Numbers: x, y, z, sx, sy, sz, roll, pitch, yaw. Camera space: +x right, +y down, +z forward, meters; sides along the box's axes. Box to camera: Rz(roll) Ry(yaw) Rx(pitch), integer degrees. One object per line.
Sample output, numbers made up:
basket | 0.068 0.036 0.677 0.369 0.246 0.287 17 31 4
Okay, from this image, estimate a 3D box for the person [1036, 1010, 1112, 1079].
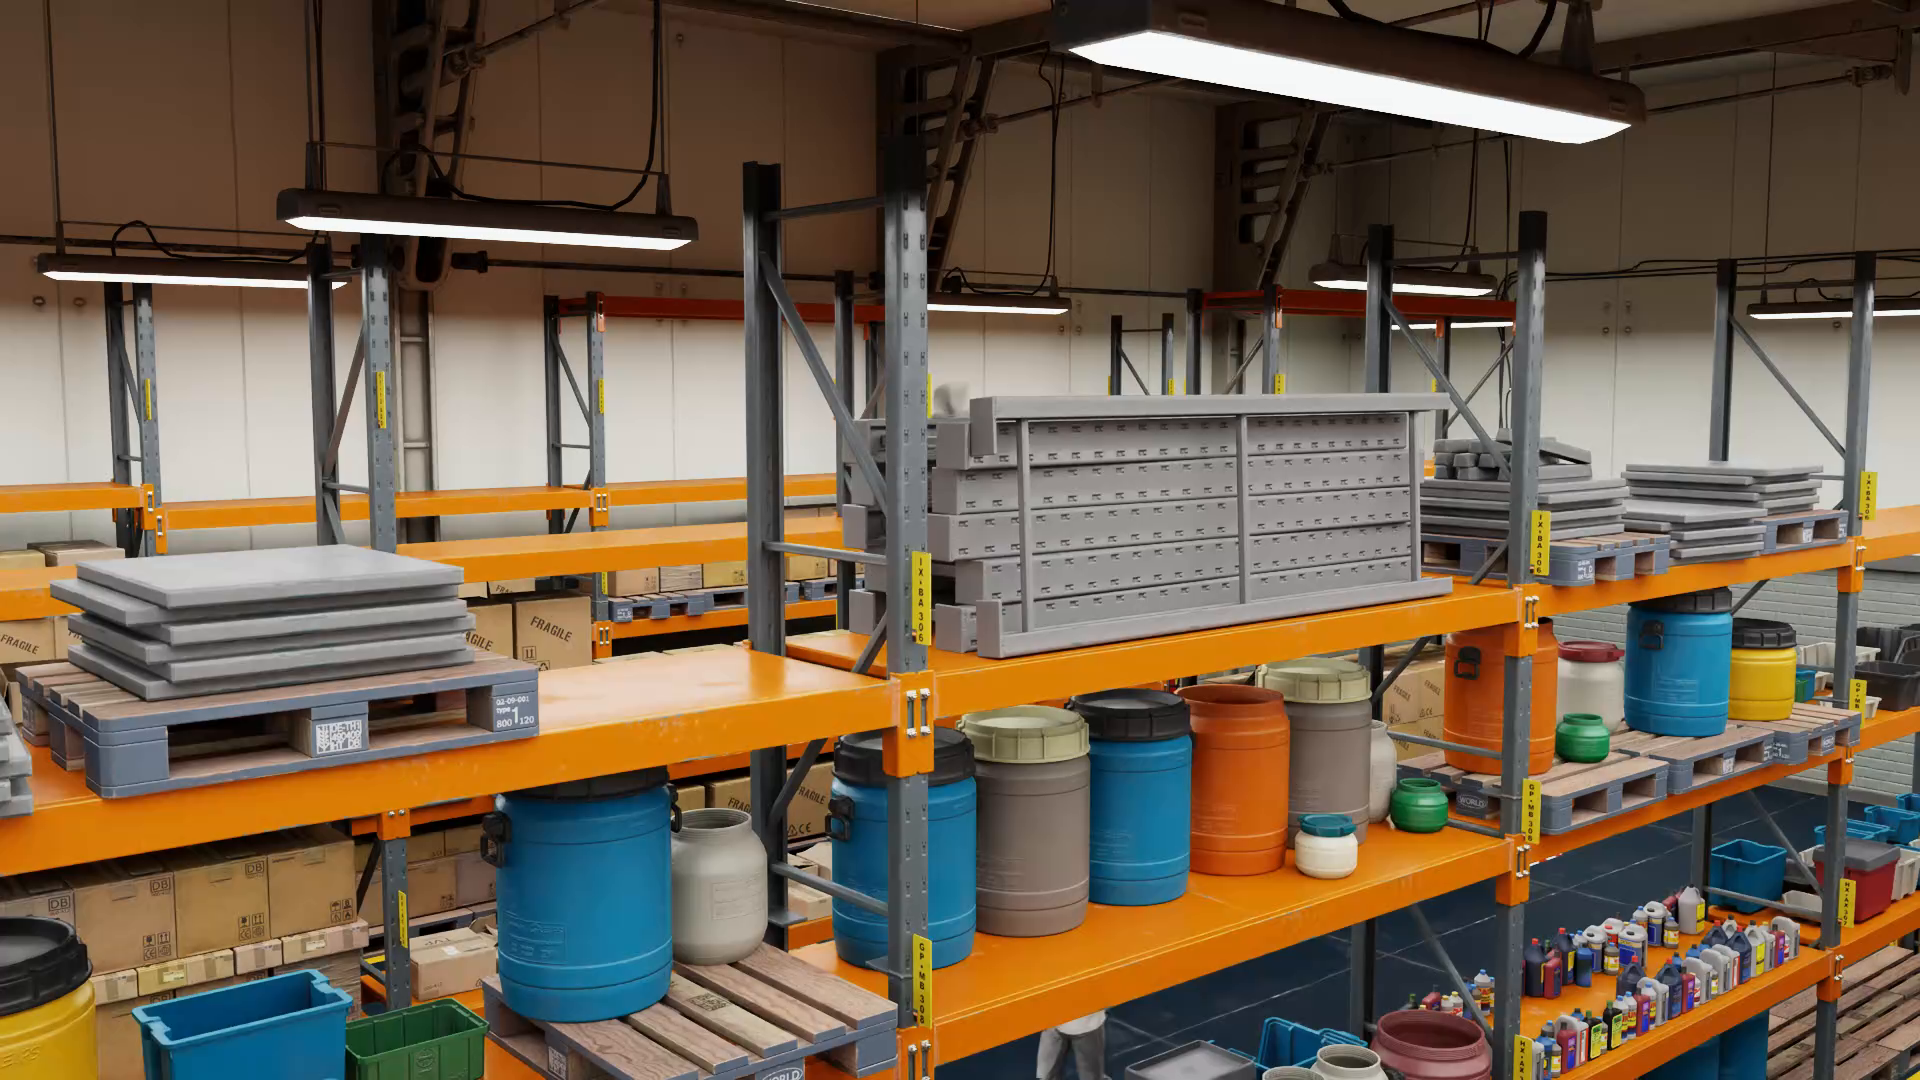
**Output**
person | 0.751 3.201 11.004 0.652 1.767 0.960 5 8 44
